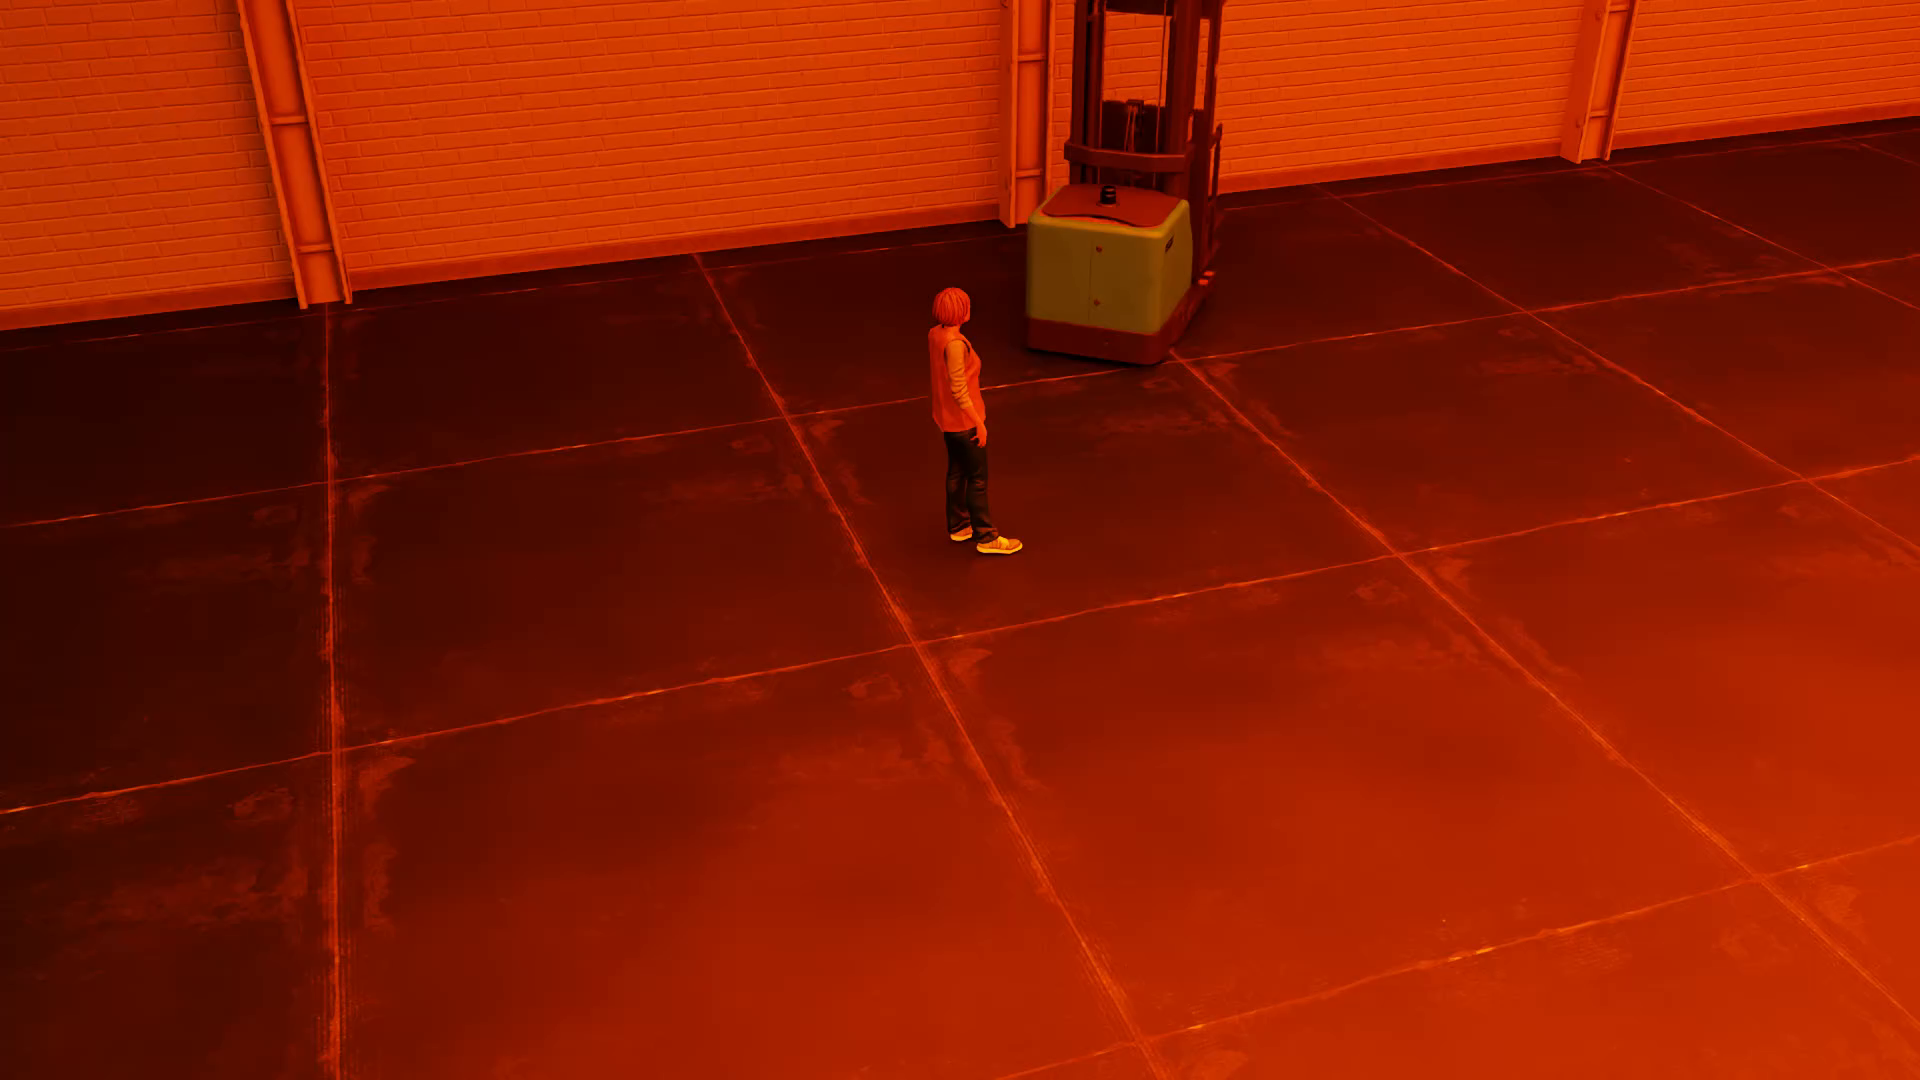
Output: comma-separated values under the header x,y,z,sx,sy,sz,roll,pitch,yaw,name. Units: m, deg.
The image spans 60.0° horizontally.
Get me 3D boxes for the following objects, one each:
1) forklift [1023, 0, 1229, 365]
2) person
x,y,z,sx,sy,sz,roll,pitch,yaw,name
1.457,-3.265,12.761,1.130,2.935,3.031,10,32,18,forklift
0.074,-0.704,9.633,0.476,1.597,0.520,-10,31,-16,person
